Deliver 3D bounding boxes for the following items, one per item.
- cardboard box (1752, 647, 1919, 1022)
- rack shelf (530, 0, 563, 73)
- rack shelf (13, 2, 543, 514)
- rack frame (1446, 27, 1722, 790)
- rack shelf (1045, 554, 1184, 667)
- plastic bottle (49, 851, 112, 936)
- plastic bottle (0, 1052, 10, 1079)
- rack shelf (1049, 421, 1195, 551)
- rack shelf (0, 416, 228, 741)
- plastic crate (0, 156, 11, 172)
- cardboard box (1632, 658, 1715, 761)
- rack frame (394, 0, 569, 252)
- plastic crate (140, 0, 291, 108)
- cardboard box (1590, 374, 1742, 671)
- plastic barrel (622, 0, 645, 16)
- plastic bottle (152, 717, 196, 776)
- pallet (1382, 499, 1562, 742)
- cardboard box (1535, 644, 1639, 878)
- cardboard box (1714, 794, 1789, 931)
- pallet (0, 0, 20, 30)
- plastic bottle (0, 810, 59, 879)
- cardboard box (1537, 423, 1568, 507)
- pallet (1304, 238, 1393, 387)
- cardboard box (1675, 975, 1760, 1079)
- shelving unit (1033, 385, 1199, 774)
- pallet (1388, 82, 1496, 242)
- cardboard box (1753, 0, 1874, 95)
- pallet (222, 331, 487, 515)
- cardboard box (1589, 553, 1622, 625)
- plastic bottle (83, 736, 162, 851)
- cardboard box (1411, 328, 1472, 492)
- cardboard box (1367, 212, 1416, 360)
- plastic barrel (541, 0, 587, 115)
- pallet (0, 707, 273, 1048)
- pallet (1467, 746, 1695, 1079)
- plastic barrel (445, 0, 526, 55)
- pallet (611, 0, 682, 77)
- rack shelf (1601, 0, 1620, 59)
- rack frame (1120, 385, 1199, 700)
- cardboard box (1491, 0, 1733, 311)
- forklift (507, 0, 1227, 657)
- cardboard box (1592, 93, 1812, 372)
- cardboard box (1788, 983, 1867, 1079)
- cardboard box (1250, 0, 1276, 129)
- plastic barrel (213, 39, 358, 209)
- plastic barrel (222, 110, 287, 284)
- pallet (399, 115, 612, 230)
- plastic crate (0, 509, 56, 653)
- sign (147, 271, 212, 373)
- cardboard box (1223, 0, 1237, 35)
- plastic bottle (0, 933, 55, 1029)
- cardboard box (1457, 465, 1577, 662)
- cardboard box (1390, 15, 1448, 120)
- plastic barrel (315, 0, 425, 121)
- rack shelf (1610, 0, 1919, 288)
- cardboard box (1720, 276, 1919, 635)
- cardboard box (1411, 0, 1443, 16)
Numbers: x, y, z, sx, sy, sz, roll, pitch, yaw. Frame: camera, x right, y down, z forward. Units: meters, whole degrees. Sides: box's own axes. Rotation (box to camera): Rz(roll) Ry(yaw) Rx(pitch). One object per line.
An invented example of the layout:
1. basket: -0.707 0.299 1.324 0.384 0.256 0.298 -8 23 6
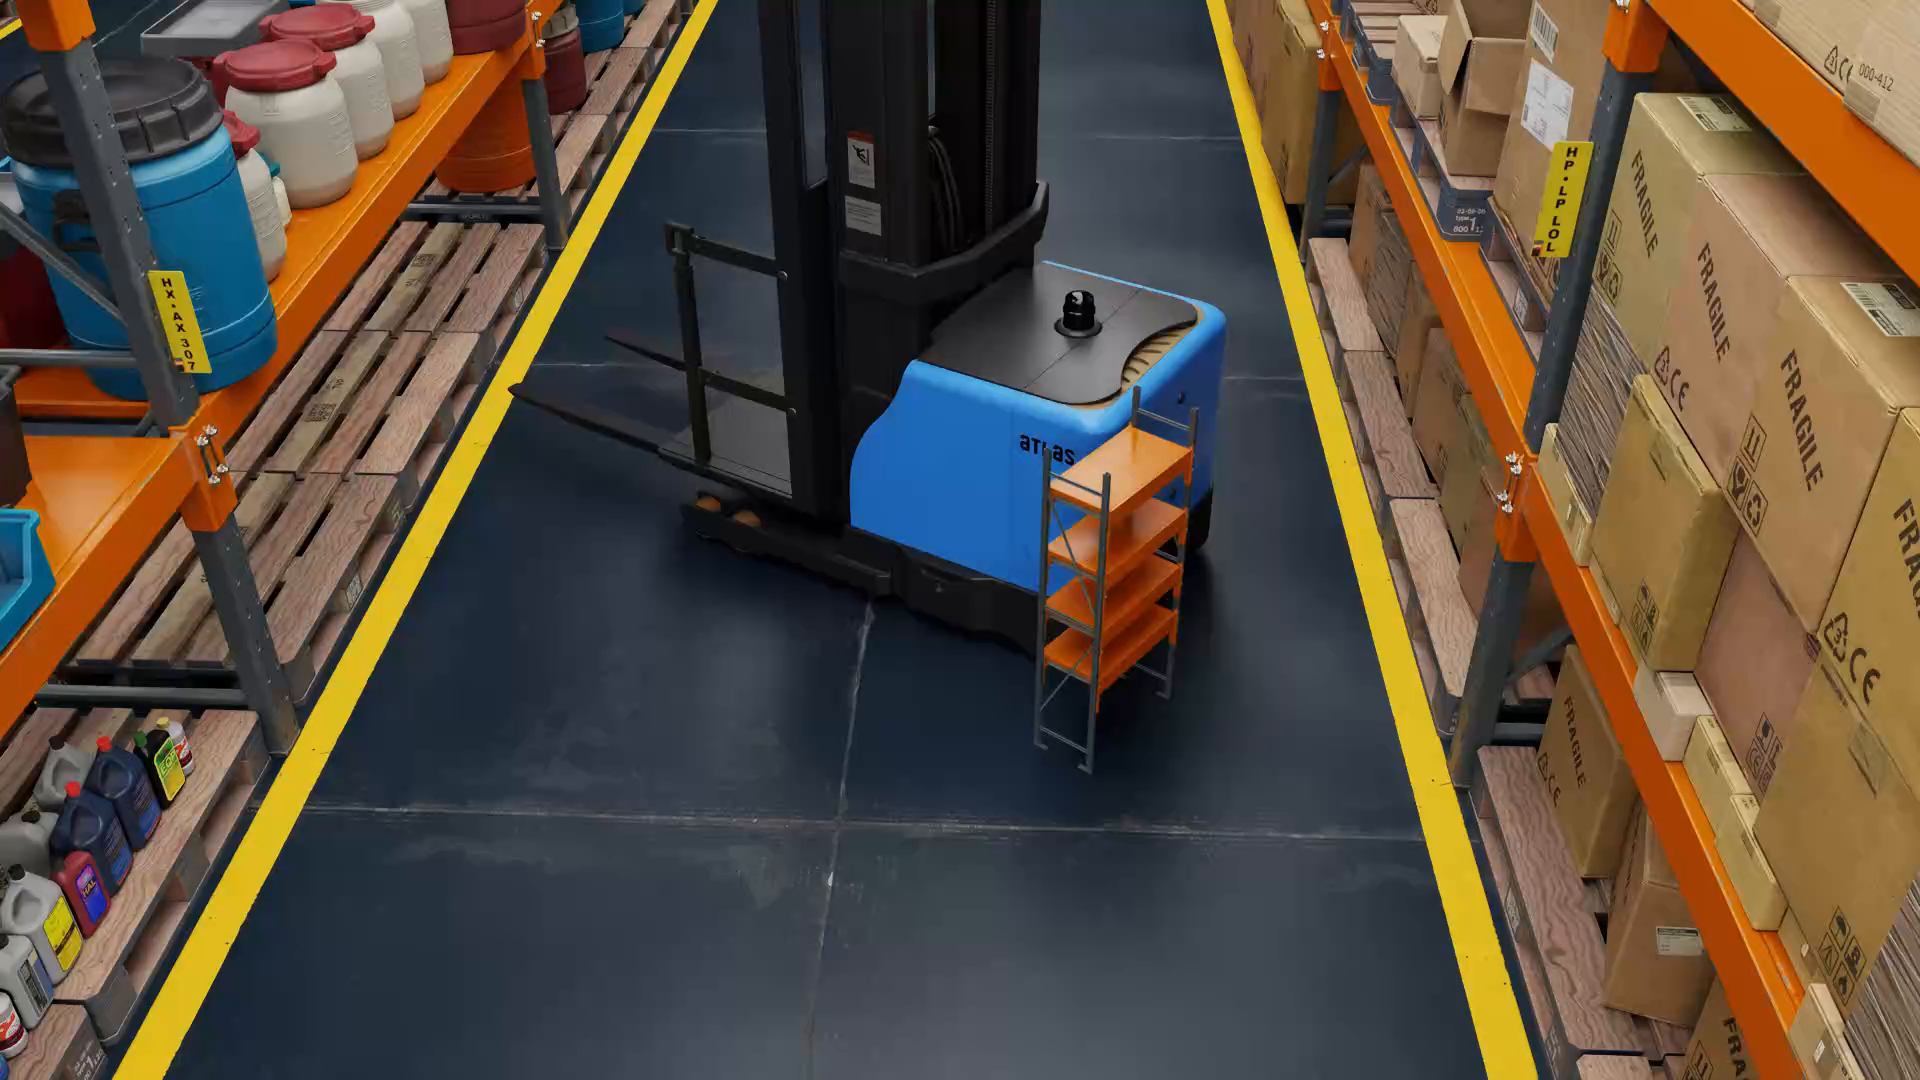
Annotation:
1. cardboard box: 2.037 0.540 3.027 0.875 0.500 0.500 1 35 2
2. rack shelf: -2.555 -3.684 10.009 1.077 0.370 4.000 1 35 2
3. rack shelf: -2.716 -1.386 6.739 1.077 0.370 4.000 1 35 2
4. rack frame: 2.153 -0.417 4.735 1.000 3.000 0.127 1 35 2
5. rack shelf: 0.505 0.200 5.539 0.258 0.148 0.480 25 42 31
6. plastic bottle: -2.507 0.981 4.725 0.061 0.283 0.133 4 35 5
7. plastic bottle: -2.547 1.298 4.285 0.097 0.271 0.097 0 35 0
8. rack shelf: 0.505 -0.177 5.275 0.258 0.148 0.480 25 42 31
9. rack shelf: -2.877 0.912 3.469 1.077 0.370 4.000 1 35 2
10. plastic crate: -3.063 -1.166 5.814 0.392 0.384 0.575 1 35 2
11. cardboard box: 1.786 0.376 3.824 0.380 0.149 0.250 1 35 2
12. rack frame: -2.636 -2.830 8.167 1.000 3.000 0.127 1 35 2
13. plastic crate: -3.006 -1.934 6.838 0.402 0.464 0.583 1 35 2
14. cardboard box: 2.018 -0.036 3.847 0.875 0.500 0.500 1 35 2
15. plastic barrel: -2.514 -4.129 11.476 0.600 0.901 0.708 1 35 2
16. plastic bottle: -2.499 0.649 5.269 0.097 0.201 0.097 0 35 0
17. pallet: 2.183 0.277 6.173 1.003 0.211 1.213 1 35 2
18. cardboard box: 2.097 0.663 5.007 0.500 0.500 0.500 0 35 0
19. cardboard box: 1.797 0.664 3.414 0.380 0.149 0.250 1 35 2
20. pallet: -7.419 -3.635 11.739 1.003 0.211 1.213 1 35 2
21. plastic bottle: -2.691 0.901 4.846 0.152 0.276 0.135 1 35 2
22. cardboard box: 1.844 -0.198 4.641 0.380 0.149 0.250 1 35 2
23. pallet: 2.281 -1.125 8.168 1.003 0.211 1.213 1 35 2
24. cardboard box: 2.135 1.351 4.028 0.500 0.500 0.500 -2 35 -2
25. shelving unit: 0.505 0.145 5.501 0.258 1.200 0.503 25 42 31
26. pallet: 2.275 -1.498 6.440 1.003 0.211 1.213 1 35 2
27. cardboard box: 1.863 -1.026 3.123 0.500 0.250 0.500 1 35 1
28. pallet: -2.757 -0.545 7.342 1.003 0.211 1.213 1 35 2
29. cardboard box: 1.838 0.090 4.232 0.380 0.149 0.250 1 35 2
30. plastic bottle: -2.534 0.749 4.997 0.144 0.351 0.185 0 35 1
31. cardboard box: 2.259 -0.522 6.675 0.700 0.500 0.500 -2 35 -2
32. cardboard box: 2.297 -1.168 7.595 0.700 0.500 0.500 -1 35 -2
33. plastic barrel: -2.588 -2.945 10.064 0.600 0.588 0.708 1 35 2
34. pallet: -2.865 0.994 5.152 1.003 0.211 1.213 1 35 2
35. pallet: 2.161 1.111 4.986 1.003 0.211 1.213 1 35 2
36. plastic barrel: -2.351 -2.612 7.739 0.600 0.536 0.708 1 35 2
37. pallet: -2.548 -3.544 11.610 1.003 0.211 1.213 1 35 2
38. rack shelf: 2.233 -2.499 5.714 1.077 0.370 4.000 1 35 2
39. rack frame: 0.657 0.035 5.656 0.240 1.200 0.015 25 42 31
40. cardboard box: 2.325 -1.288 5.086 1.000 1.000 1.000 2 35 2
41. forklift: -0.530 -1.387 6.175 3.031 2.935 1.130 20 40 25
42. cardboard box: 1.881 -0.736 3.973 0.500 0.500 0.500 1 35 2
43. cardboard box: 1.753 0.951 3.006 0.380 0.149 0.250 1 35 2
44. cardboard box: 2.405 -2.926 9.787 1.225 0.875 0.875 1 35 2
45. plastic barrel: -2.509 -1.553 6.233 0.433 0.535 0.433 0 35 0
46. plastic barrel: -2.539 -1.132 5.633 0.433 0.535 0.433 0 35 0
47. pallet: -2.646 -2.143 9.615 1.003 0.211 1.213 1 35 2
48. plastic crate: -2.569 0.172 4.027 0.499 0.251 0.616 1 35 2
49. sign: -2.247 -0.626 4.791 0.100 0.325 0.005 1 35 2
50. cardboard box: 2.468 -3.948 11.241 1.225 0.875 0.875 1 35 2
51. plastic bottle: -2.565 1.169 4.465 0.152 0.276 0.135 2 35 3
52. cardboard box: 2.199 0.073 5.828 0.700 0.500 0.500 -1 35 -2
53. cardboard box: 2.016 -1.868 6.564 0.500 0.250 0.500 0 35 1
54. plastic barrel: -2.480 -2.037 6.943 0.421 0.512 0.421 0 35 0
55. rack shelf: 2.072 -0.201 2.444 1.077 0.370 4.000 1 35 2
56. cardboard box: 1.841 -0.161 3.156 0.500 0.500 0.500 1 35 2
57. cardboard box: 2.332 -2.617 7.412 0.500 0.500 0.500 -3 35 -4
